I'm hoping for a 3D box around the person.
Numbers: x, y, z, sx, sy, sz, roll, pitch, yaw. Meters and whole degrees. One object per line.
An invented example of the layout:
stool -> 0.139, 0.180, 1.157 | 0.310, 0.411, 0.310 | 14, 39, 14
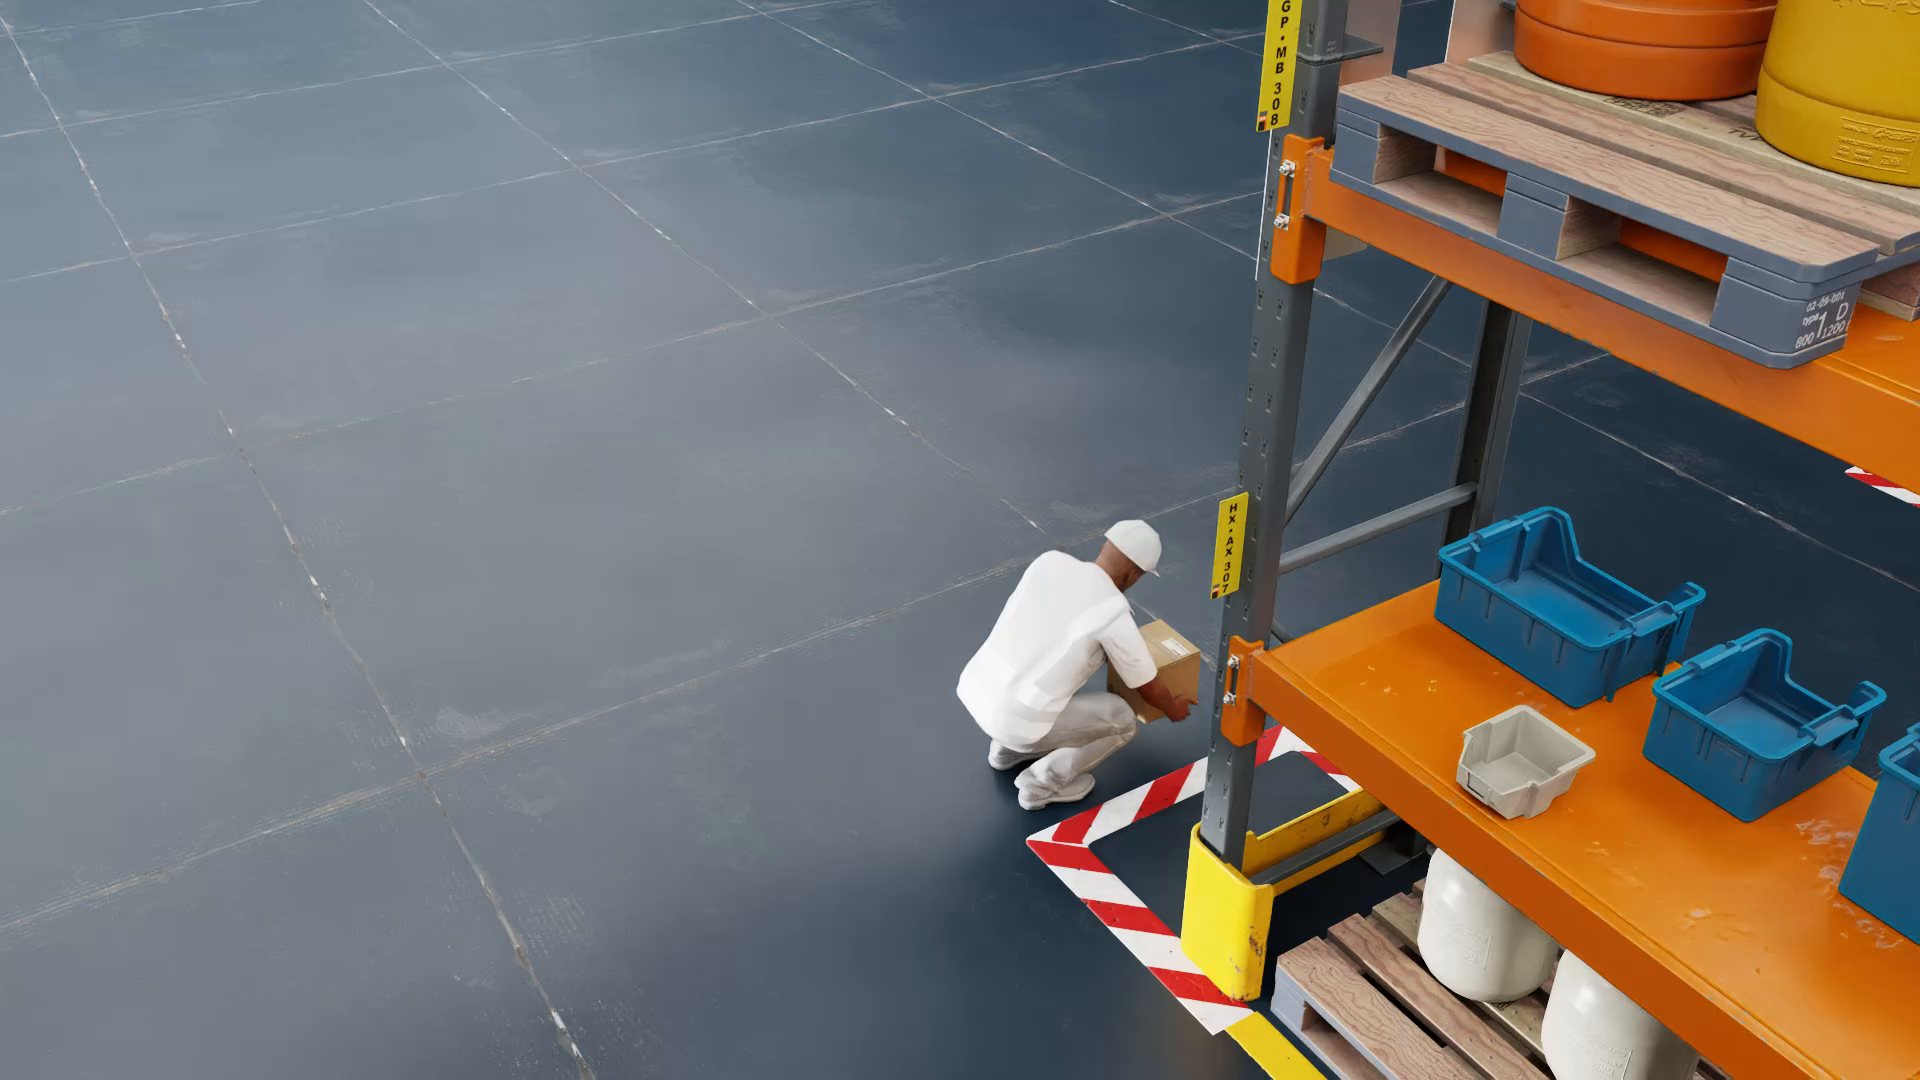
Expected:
person -> 0.432, 0.427, 6.166 | 0.911, 1.000, 0.575 | -14, 35, -21
